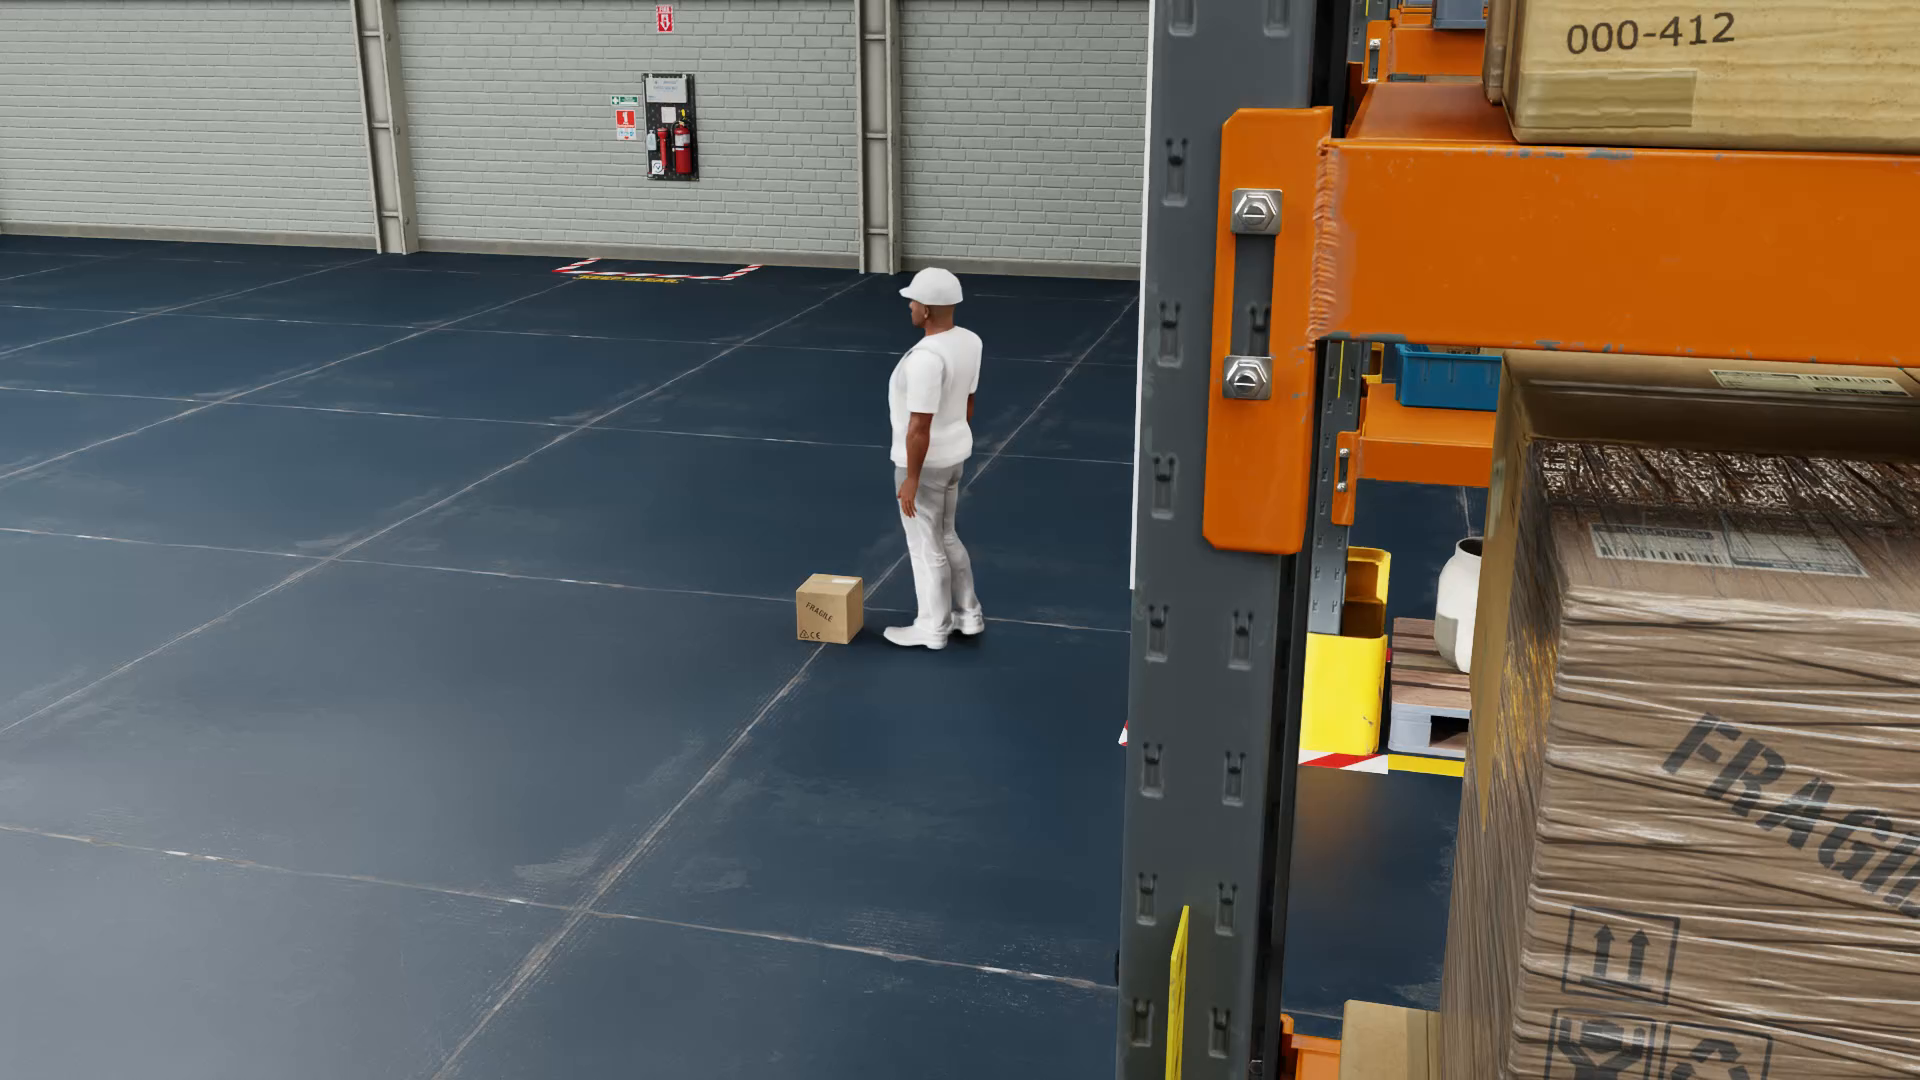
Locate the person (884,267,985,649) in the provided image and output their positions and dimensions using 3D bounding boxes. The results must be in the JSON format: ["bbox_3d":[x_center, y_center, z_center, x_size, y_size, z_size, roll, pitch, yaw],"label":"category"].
[{"bbox_3d":[-0.121,-0.362,7.580,0.432,1.765,0.608,8,20,24],"label":"person"}]
